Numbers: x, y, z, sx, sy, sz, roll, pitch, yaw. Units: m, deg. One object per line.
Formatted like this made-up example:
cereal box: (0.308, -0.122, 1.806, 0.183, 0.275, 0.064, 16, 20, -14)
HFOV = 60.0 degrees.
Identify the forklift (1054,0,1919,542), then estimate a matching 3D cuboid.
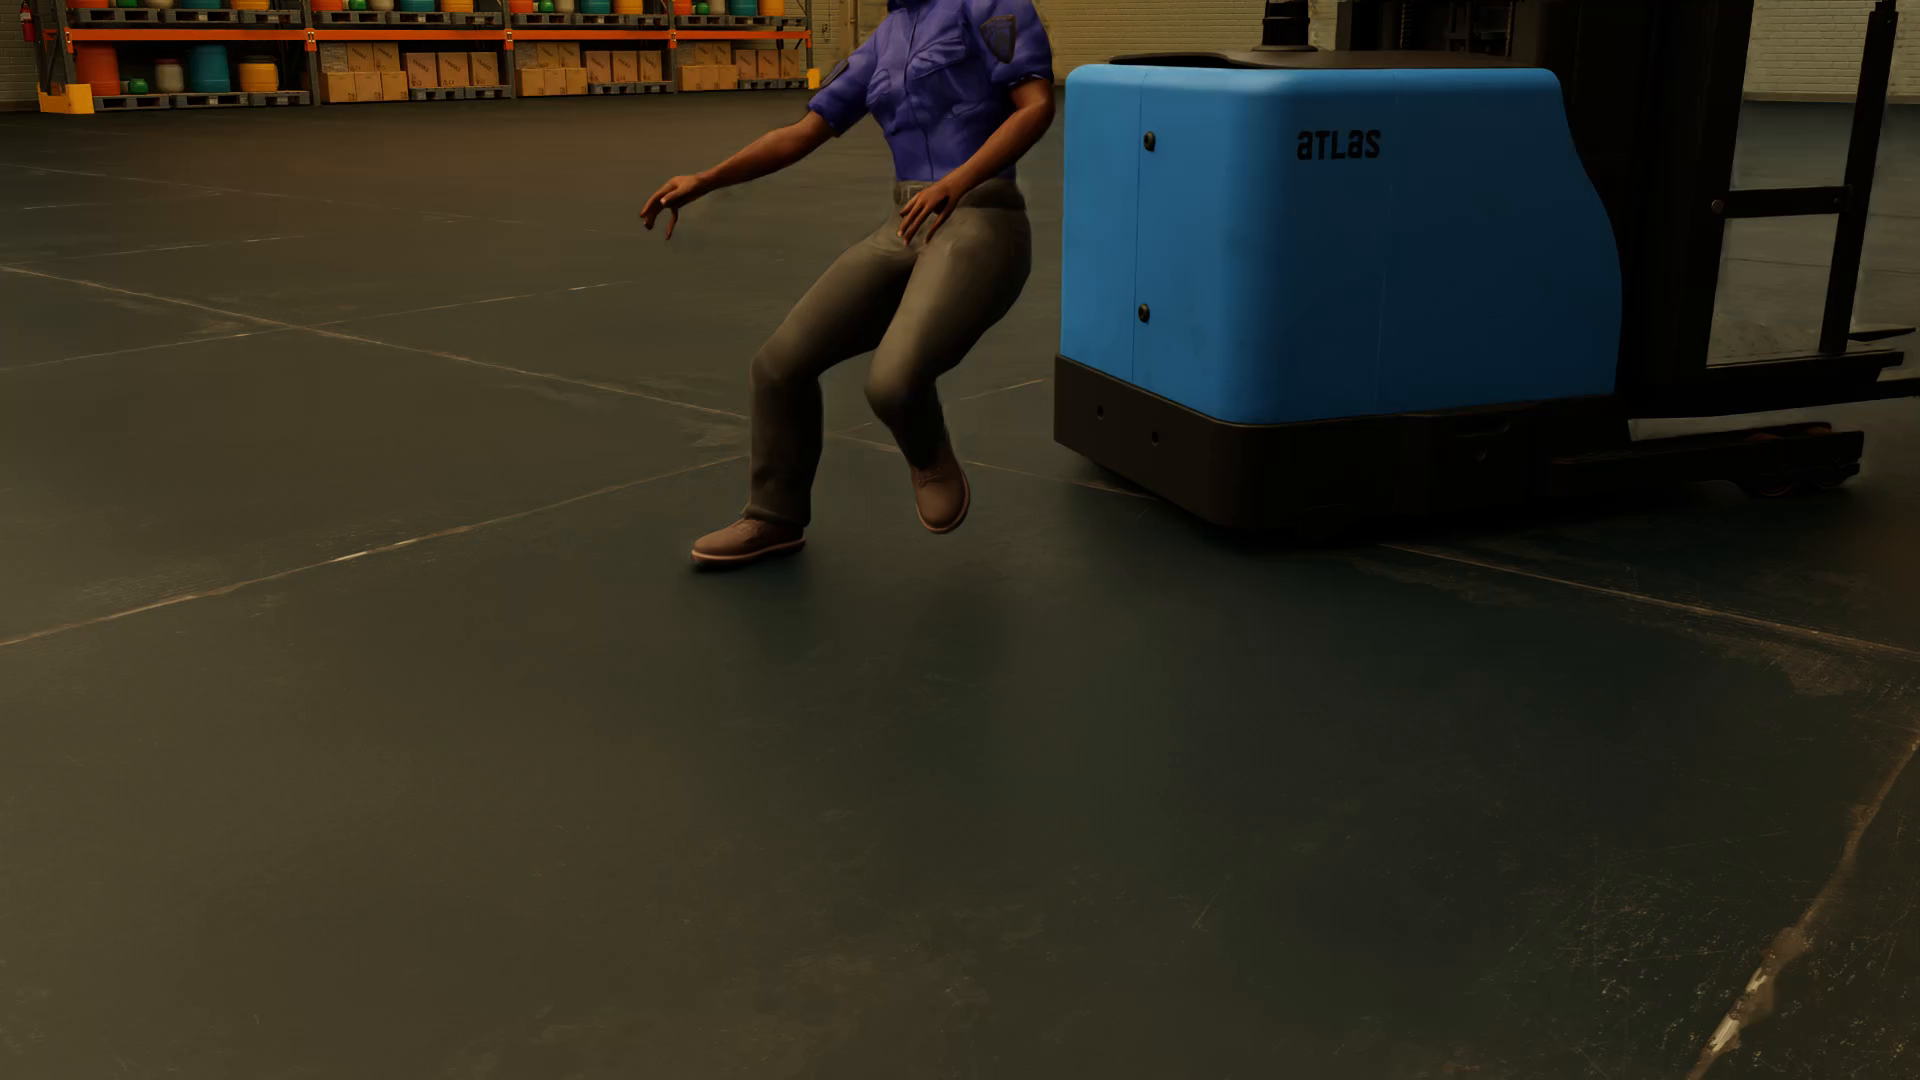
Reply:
forklift: (1.830, -1.649, 4.329, 3.031, 2.935, 1.130, -6, 18, -20)

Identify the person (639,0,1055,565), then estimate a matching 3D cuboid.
person: (-0.223, -0.621, 3.411, 0.683, 1.484, 0.752, -14, 22, -38)
